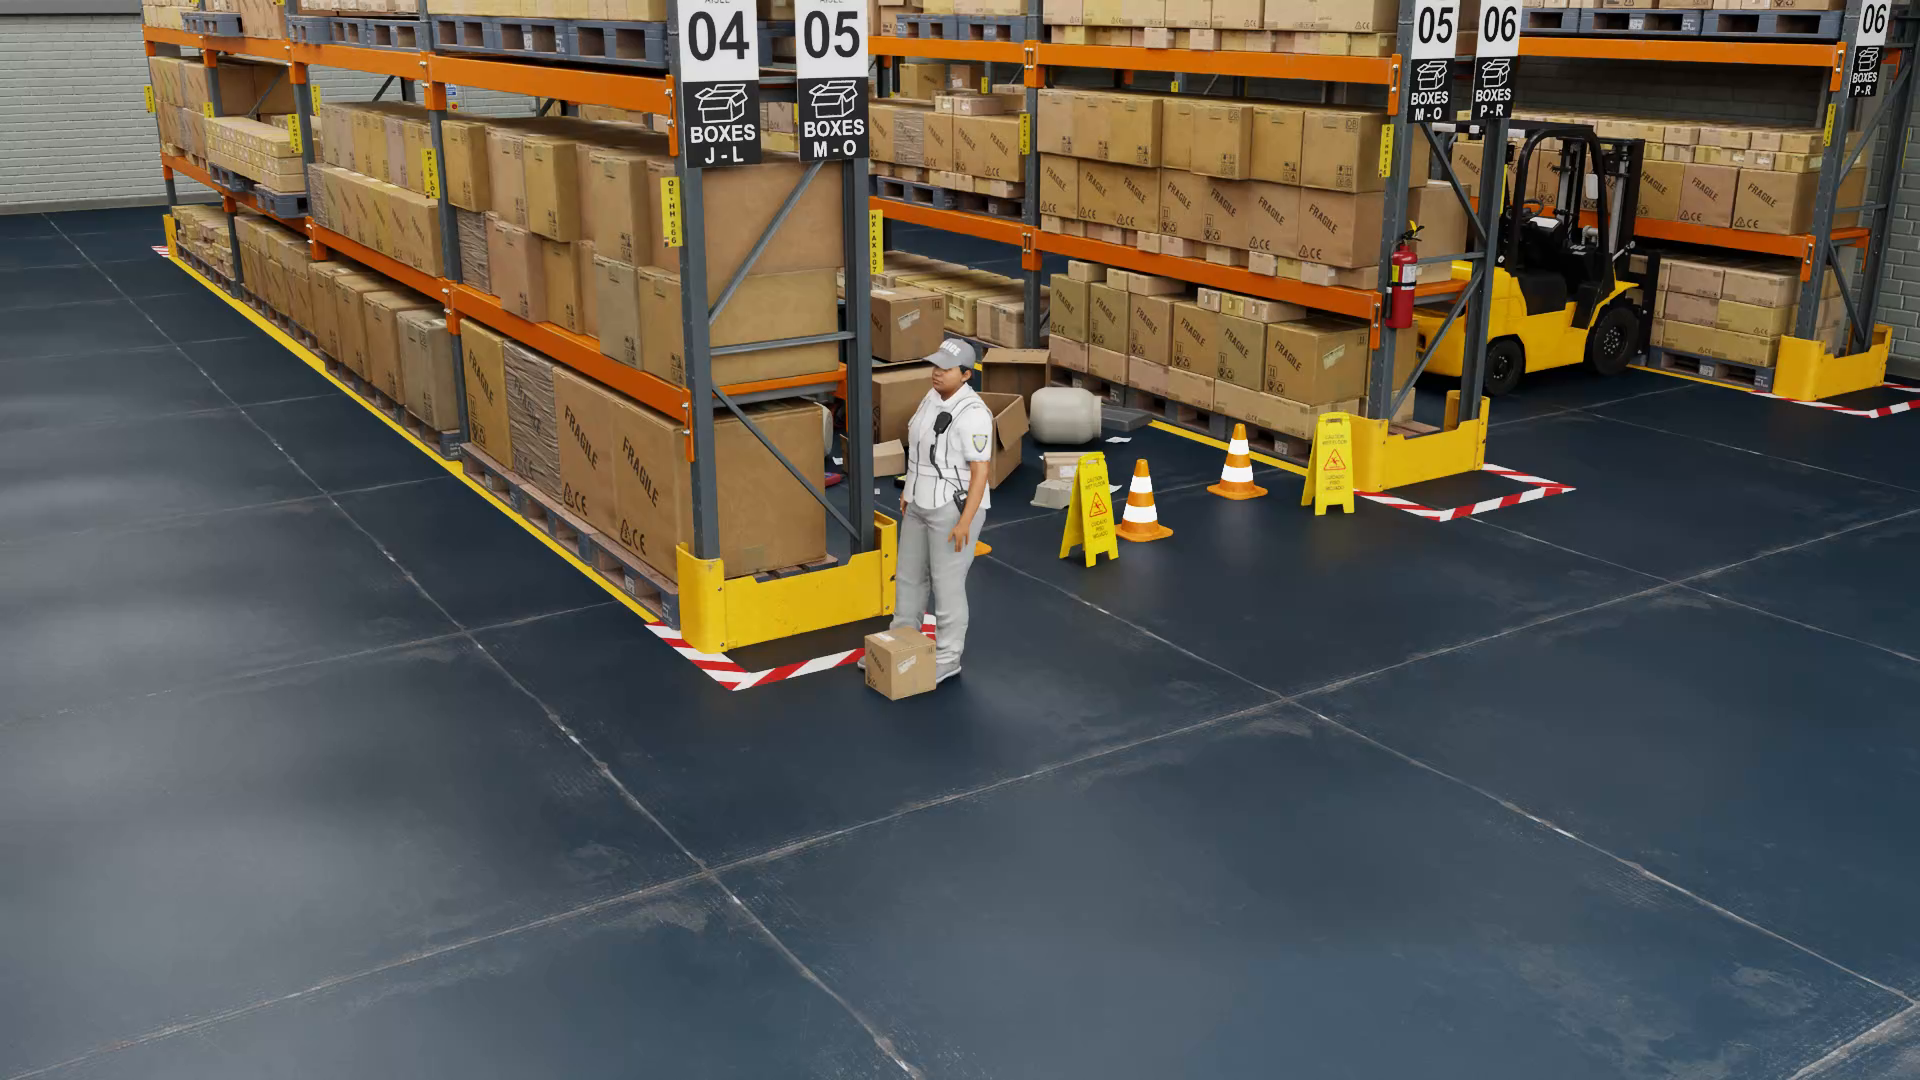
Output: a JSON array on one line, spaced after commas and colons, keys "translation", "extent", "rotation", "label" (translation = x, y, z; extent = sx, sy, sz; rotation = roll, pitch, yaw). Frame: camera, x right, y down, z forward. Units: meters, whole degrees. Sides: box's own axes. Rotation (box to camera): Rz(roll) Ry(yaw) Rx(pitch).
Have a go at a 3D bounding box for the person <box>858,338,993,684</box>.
[{"translation": [-0.152, -0.133, 7.919], "extent": [0.529, 1.669, 0.598], "rotation": [-11, 21, -30], "label": "person"}]
